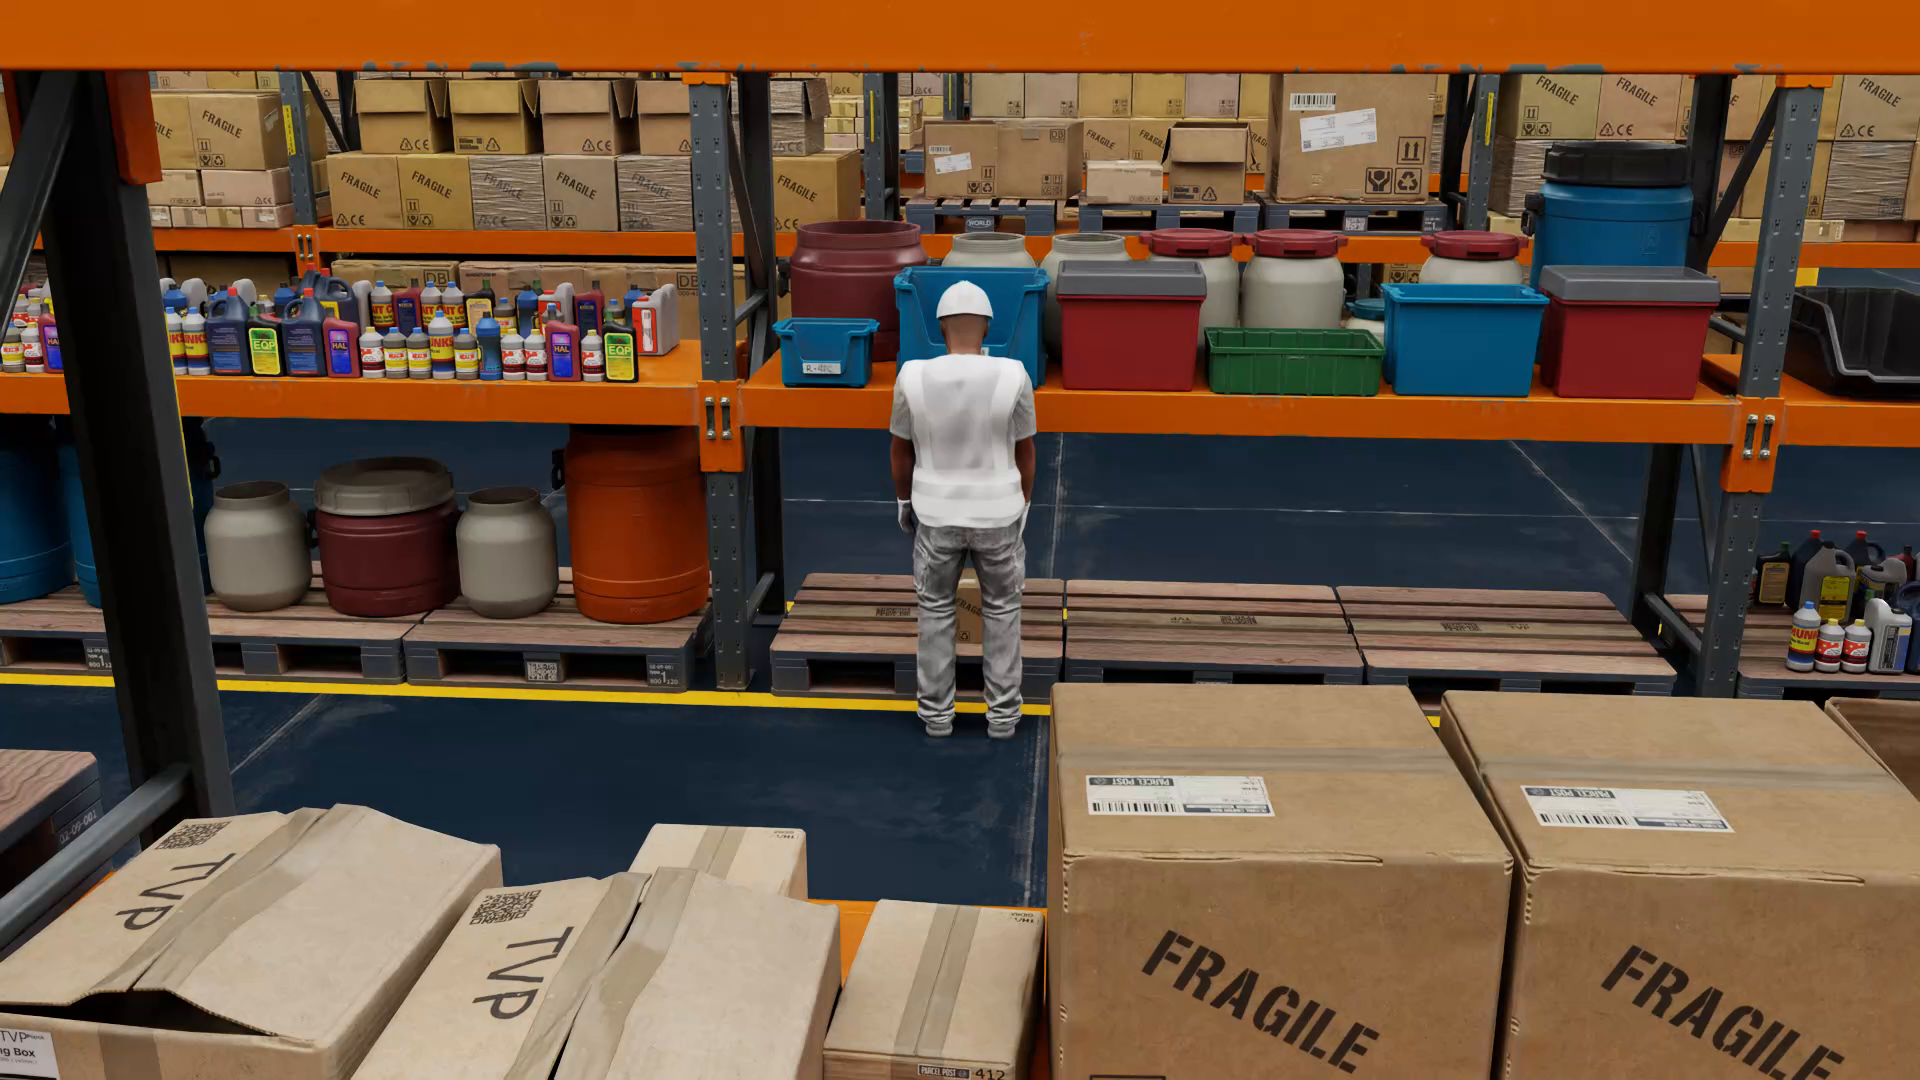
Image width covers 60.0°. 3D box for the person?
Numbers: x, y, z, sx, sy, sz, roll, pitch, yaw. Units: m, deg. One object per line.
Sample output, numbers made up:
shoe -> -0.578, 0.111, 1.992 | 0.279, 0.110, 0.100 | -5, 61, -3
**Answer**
person -> 0.013, -0.100, 6.369 | 0.557, 1.763, 0.389 | 2, 17, 5
